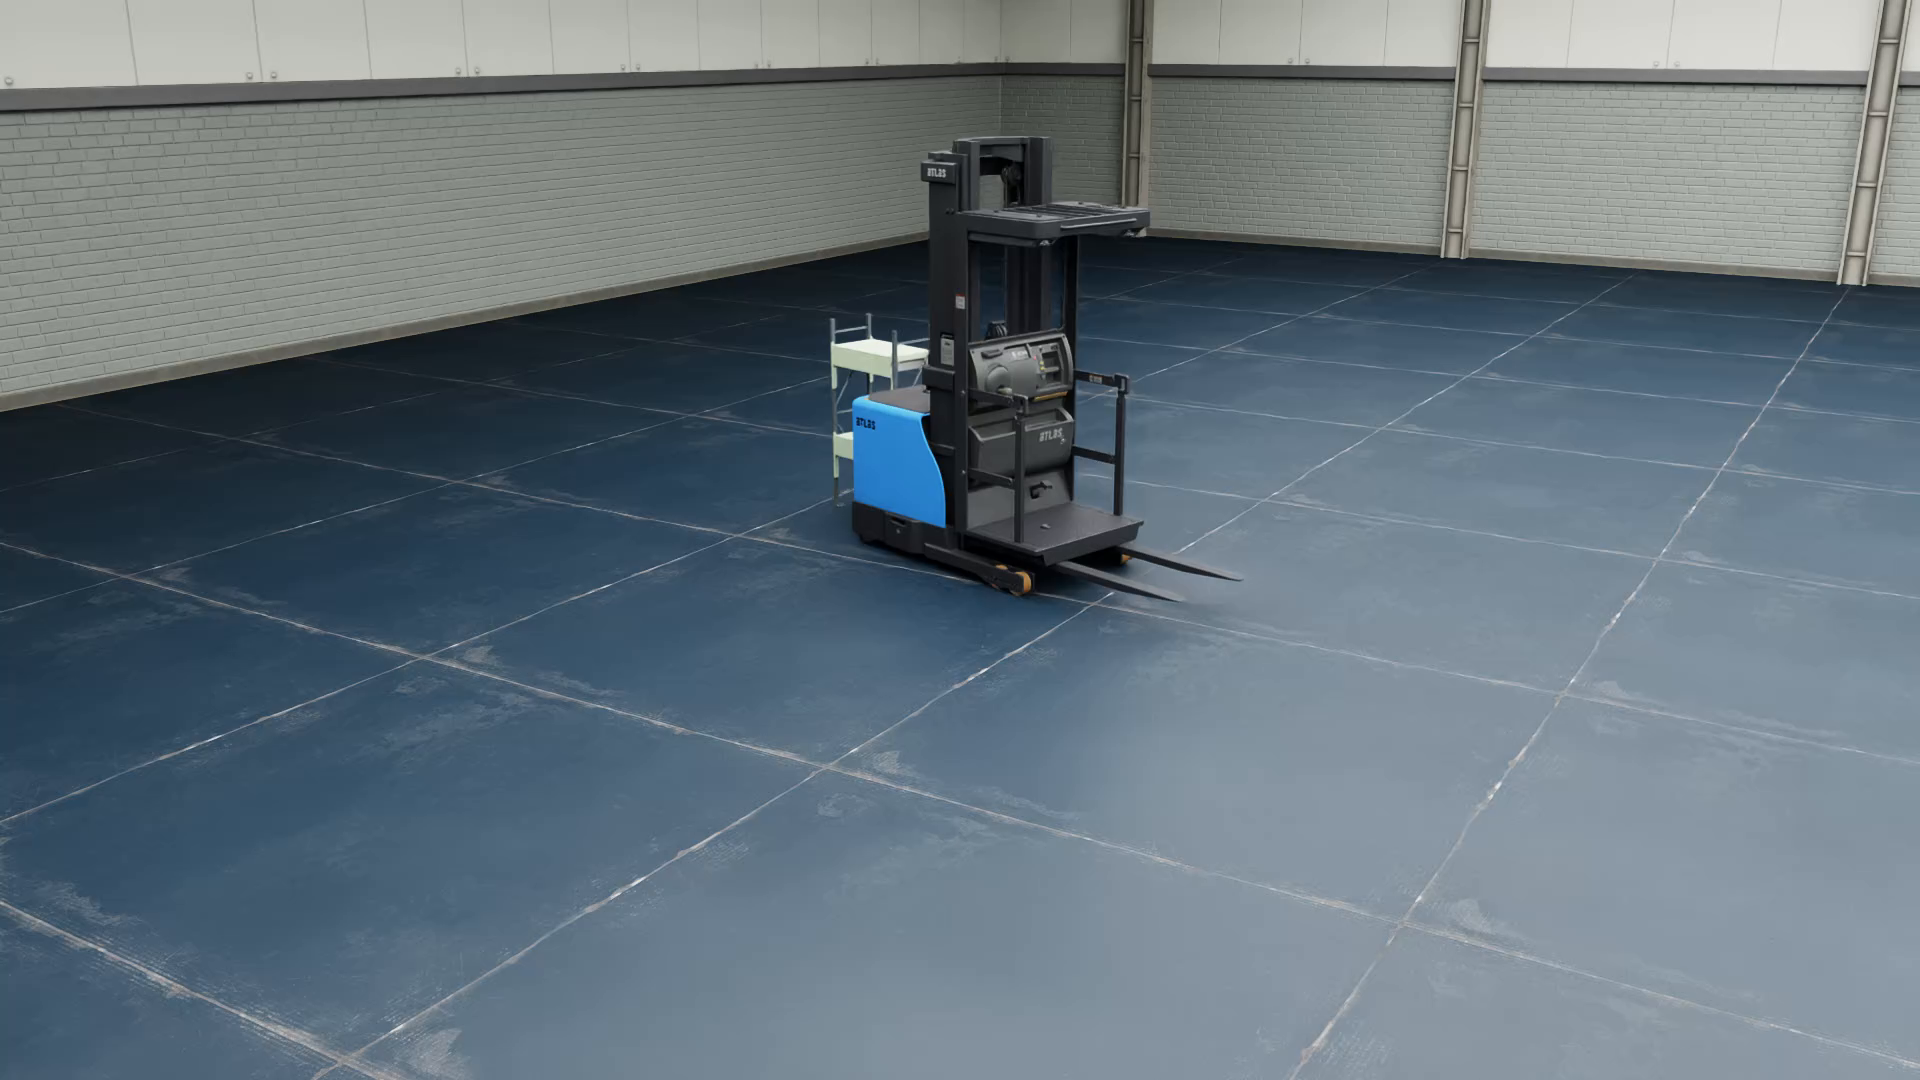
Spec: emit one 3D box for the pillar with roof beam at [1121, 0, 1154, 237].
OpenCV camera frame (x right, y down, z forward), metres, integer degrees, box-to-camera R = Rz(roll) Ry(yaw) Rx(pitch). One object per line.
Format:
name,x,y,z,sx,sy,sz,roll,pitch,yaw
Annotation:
pillar with roof beam,0.998,-8.935,26.313,0.400,9.000,9.100,10,20,30

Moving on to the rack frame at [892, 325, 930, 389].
rack frame,-0.353,-0.874,12.677,0.400,1.500,0.023,-15,23,-41

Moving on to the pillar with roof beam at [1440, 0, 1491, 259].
pillar with roof beam,6.111,-8.022,23.308,0.400,9.000,9.100,10,20,30

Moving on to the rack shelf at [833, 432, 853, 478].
rack shelf,-0.604,-0.639,13.027,0.431,0.370,0.720,-15,23,-41

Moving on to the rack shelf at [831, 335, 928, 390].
rack shelf,-0.604,-1.325,12.819,0.431,0.370,0.720,-15,23,-41

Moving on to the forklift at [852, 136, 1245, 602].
forklift,0.573,-1.195,11.271,1.130,2.935,3.031,-15,23,-41

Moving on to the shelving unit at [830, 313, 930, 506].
shelving unit,-0.604,-0.951,12.932,0.431,1.500,0.755,-15,23,-41

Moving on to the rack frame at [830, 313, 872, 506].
rack frame,-0.854,-1.029,13.188,0.400,1.500,0.023,-15,23,-41

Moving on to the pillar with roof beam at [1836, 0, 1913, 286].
pillar with roof beam,11.224,-7.110,20.304,0.400,9.000,9.100,10,20,30
